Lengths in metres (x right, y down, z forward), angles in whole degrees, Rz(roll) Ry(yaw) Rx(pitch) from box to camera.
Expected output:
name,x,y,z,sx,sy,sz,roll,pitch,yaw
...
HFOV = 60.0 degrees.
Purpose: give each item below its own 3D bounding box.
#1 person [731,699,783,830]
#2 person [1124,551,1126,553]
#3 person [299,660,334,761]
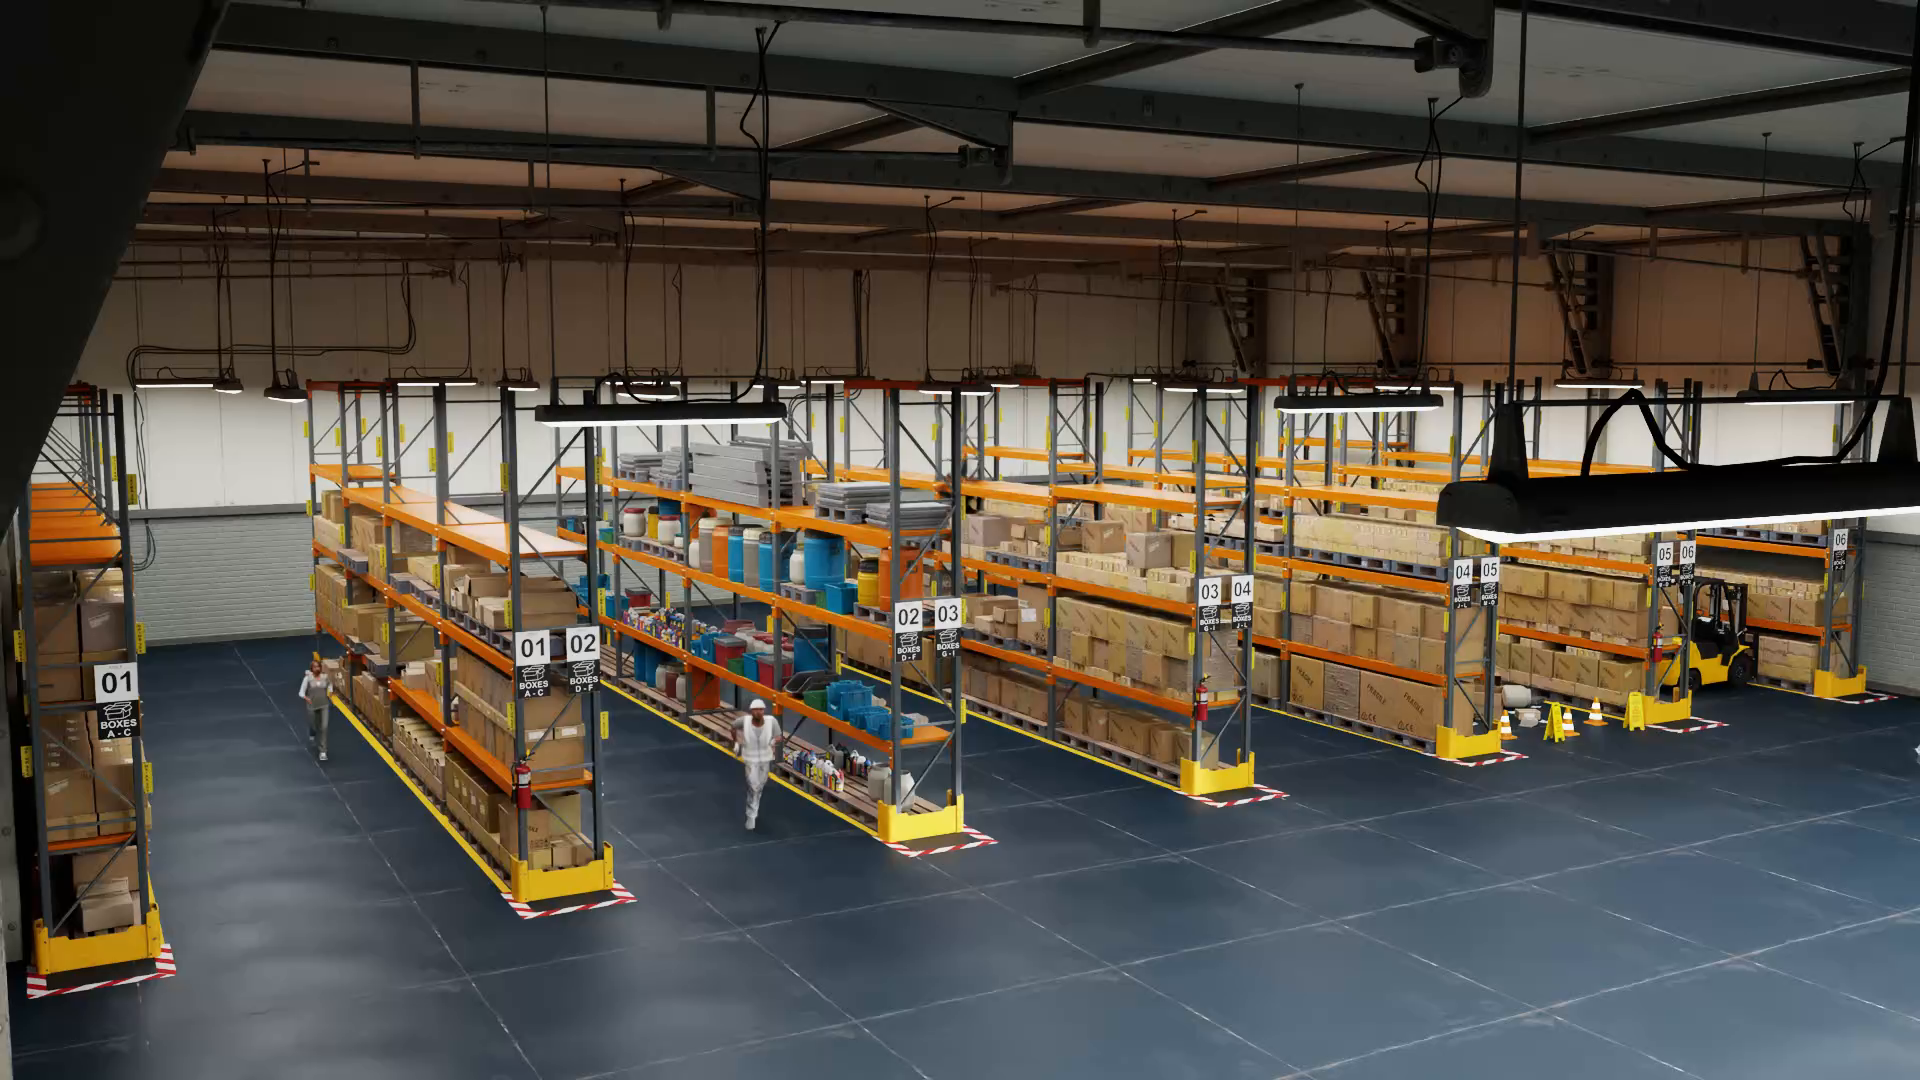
name,x,y,z,sx,sy,sz,roll,pitch,yaw
person,-2.772,3.044,22.754,0.644,1.816,0.864,-2,7,-21
person,4.589,0.756,44.399,0.918,1.764,0.698,0,6,-1
person,-10.331,2.707,26.747,0.546,1.587,0.813,-4,7,-32
